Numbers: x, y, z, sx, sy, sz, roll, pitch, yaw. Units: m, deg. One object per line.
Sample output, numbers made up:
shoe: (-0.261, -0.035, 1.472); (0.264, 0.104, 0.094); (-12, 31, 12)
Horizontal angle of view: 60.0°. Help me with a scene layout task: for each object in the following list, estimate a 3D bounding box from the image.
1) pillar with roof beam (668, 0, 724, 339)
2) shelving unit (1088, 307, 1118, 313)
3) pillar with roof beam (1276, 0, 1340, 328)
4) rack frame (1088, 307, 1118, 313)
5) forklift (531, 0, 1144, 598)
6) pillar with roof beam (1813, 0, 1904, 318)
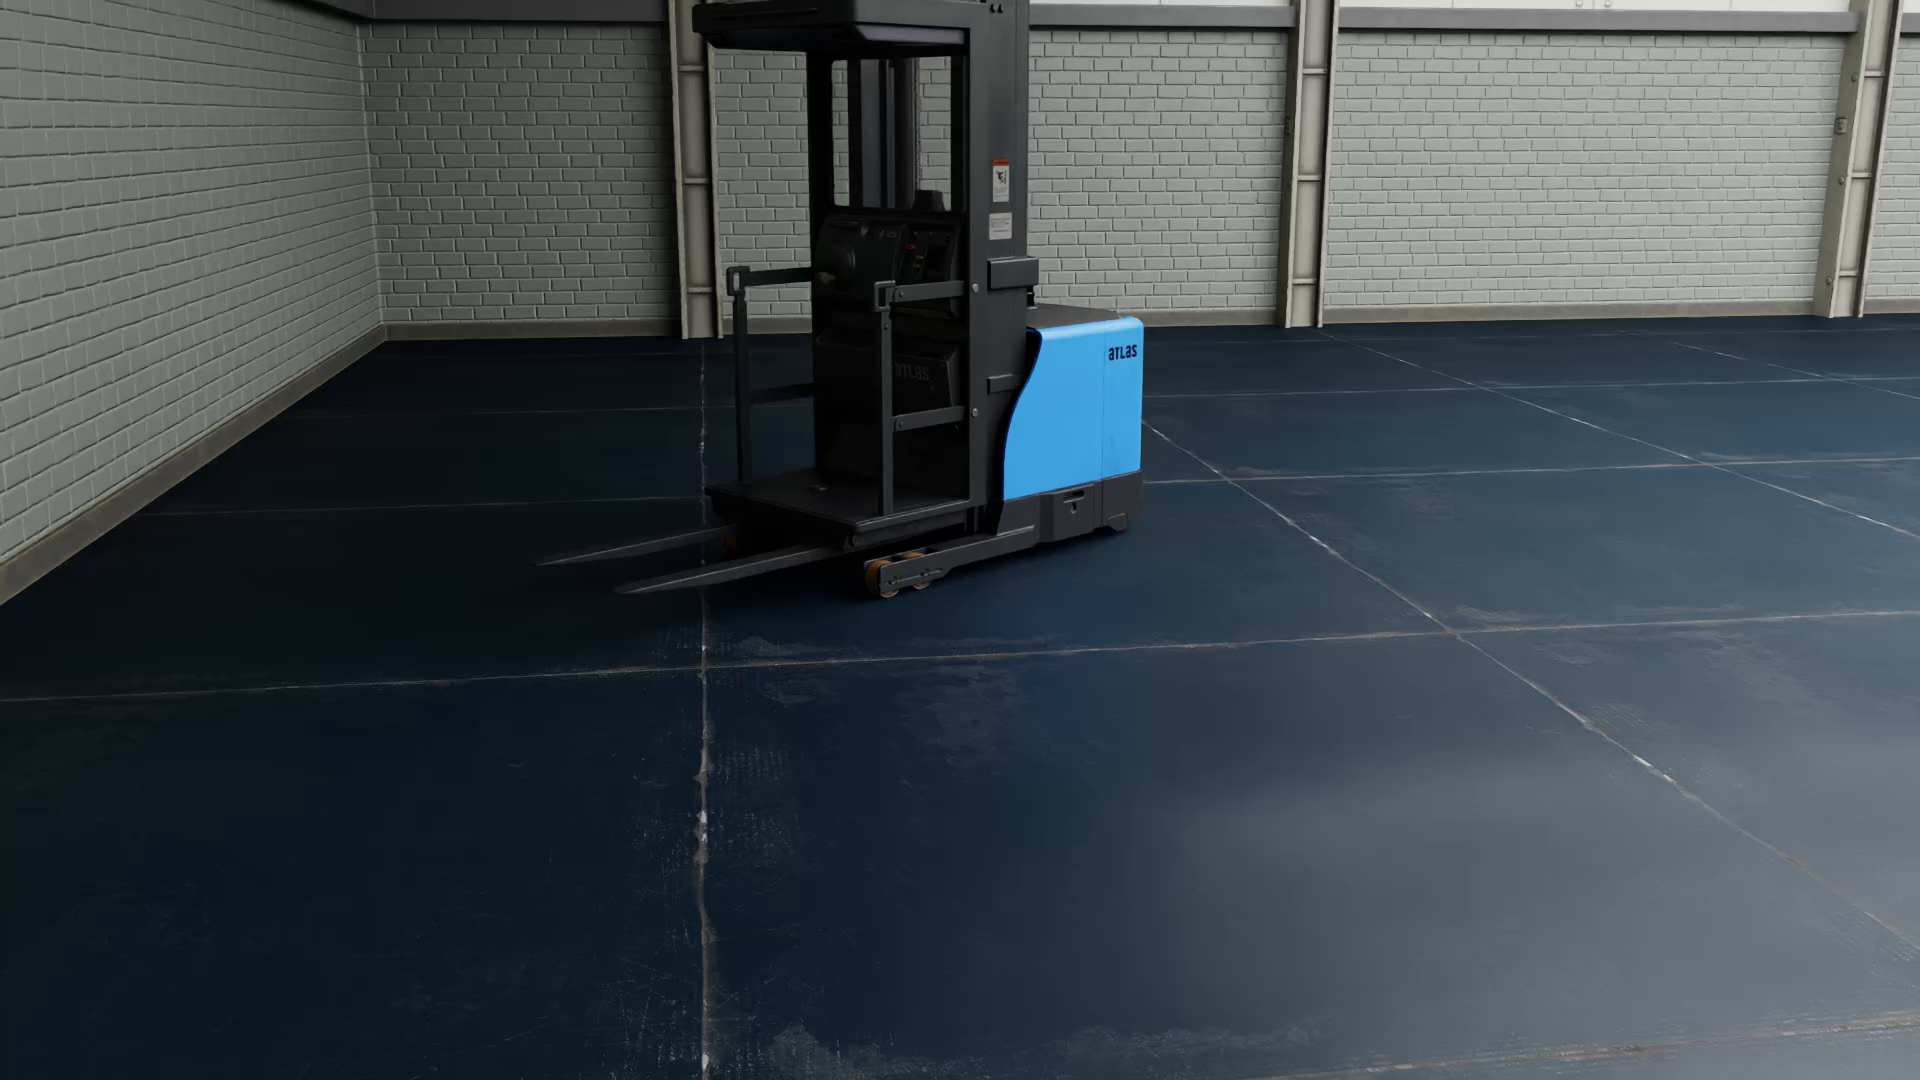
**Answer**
pillar with roof beam: (-1.844, -5.295, 10.836); (0.400, 9.000, 9.100); (-2, 14, -8)
shelving unit: (0.662, -0.692, 8.814); (0.252, 1.050, 0.215); (-13, 19, -43)
pillar with roof beam: (4.089, -5.512, 11.703); (0.400, 9.000, 9.100); (-2, 14, -8)
rack frame: (0.749, -0.711, 8.898); (0.008, 1.050, 0.200); (-13, 19, -43)
forklift: (-0.480, -1.312, 7.427); (3.031, 2.935, 1.130); (-14, 19, -43)
pillar with roof beam: (10.022, -5.730, 12.570); (0.400, 9.000, 9.100); (-2, 14, -8)
